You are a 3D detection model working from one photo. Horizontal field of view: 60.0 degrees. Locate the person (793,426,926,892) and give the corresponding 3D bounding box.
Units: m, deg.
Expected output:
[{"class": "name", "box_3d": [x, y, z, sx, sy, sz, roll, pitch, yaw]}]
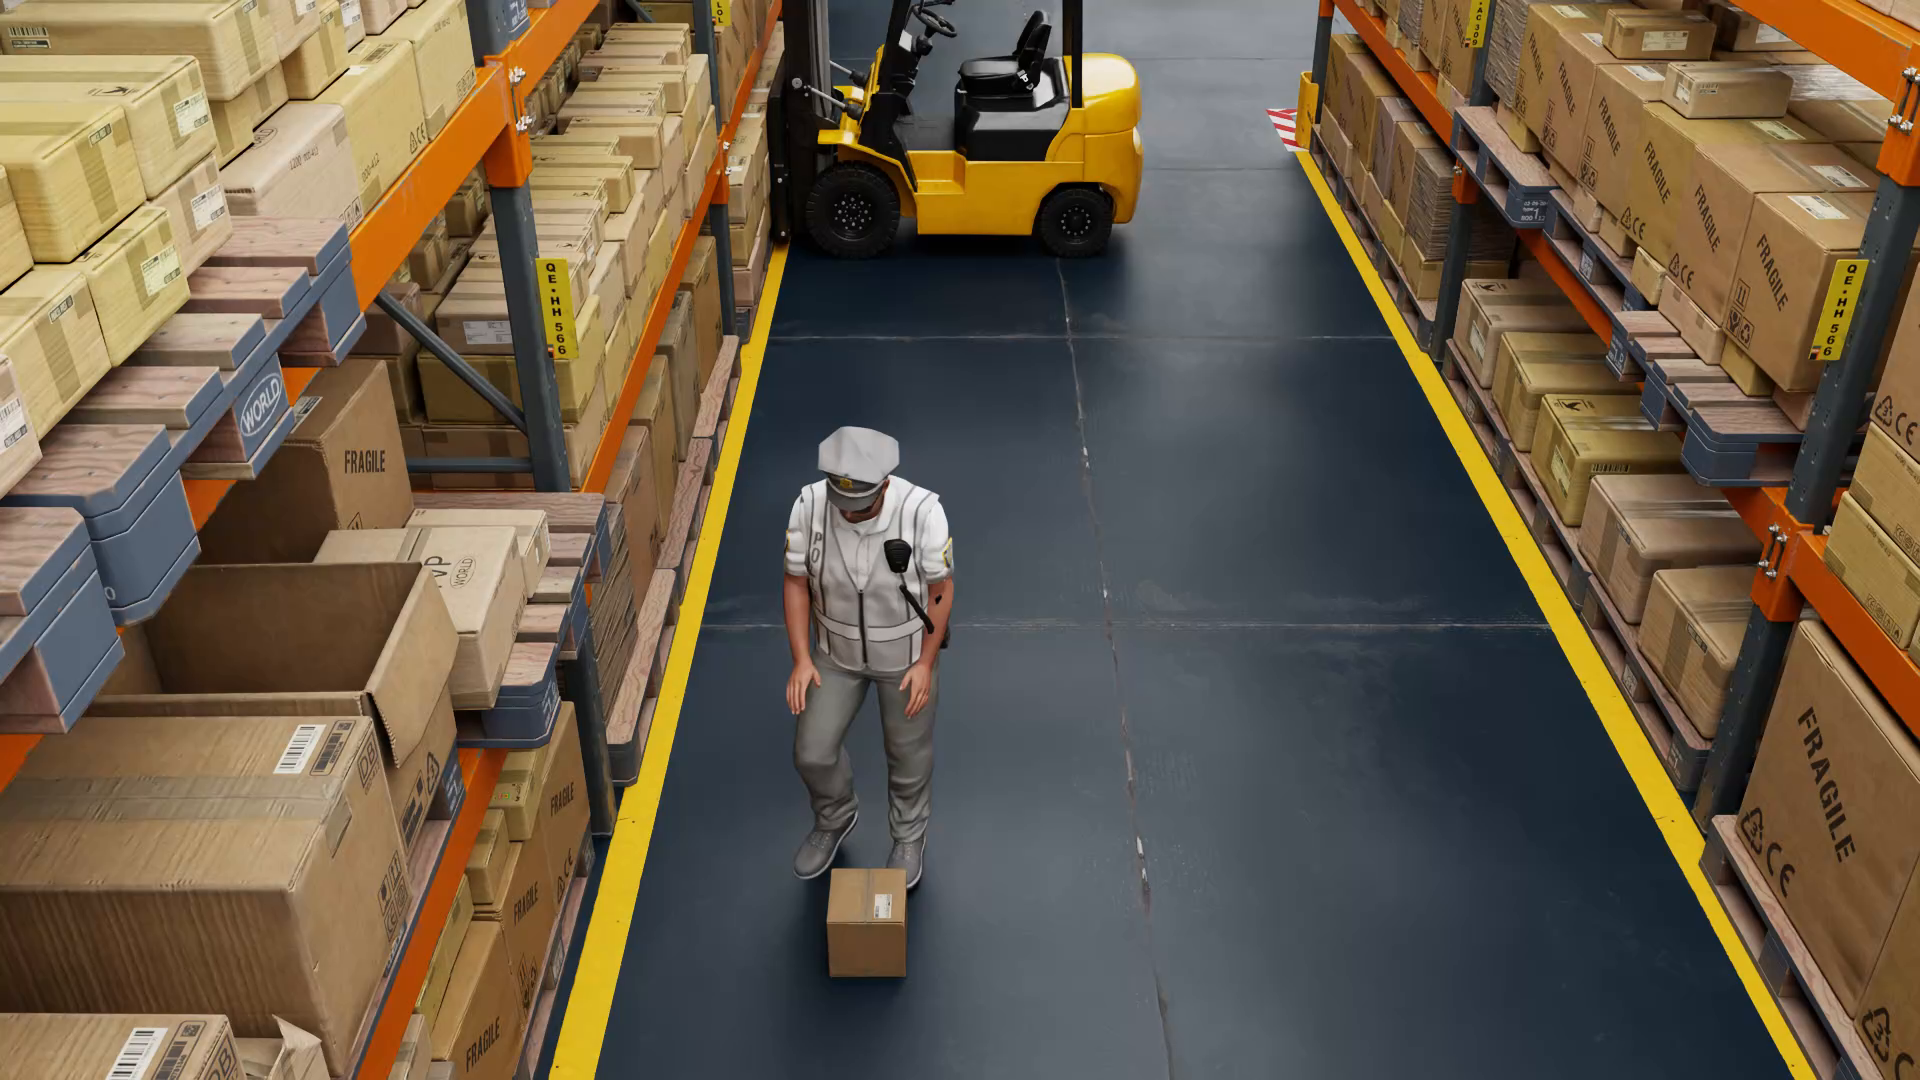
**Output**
[{"class": "person", "box_3d": [-0.359, 0.419, 5.447, 0.463, 1.759, 0.399, 5, 32, 8]}]
